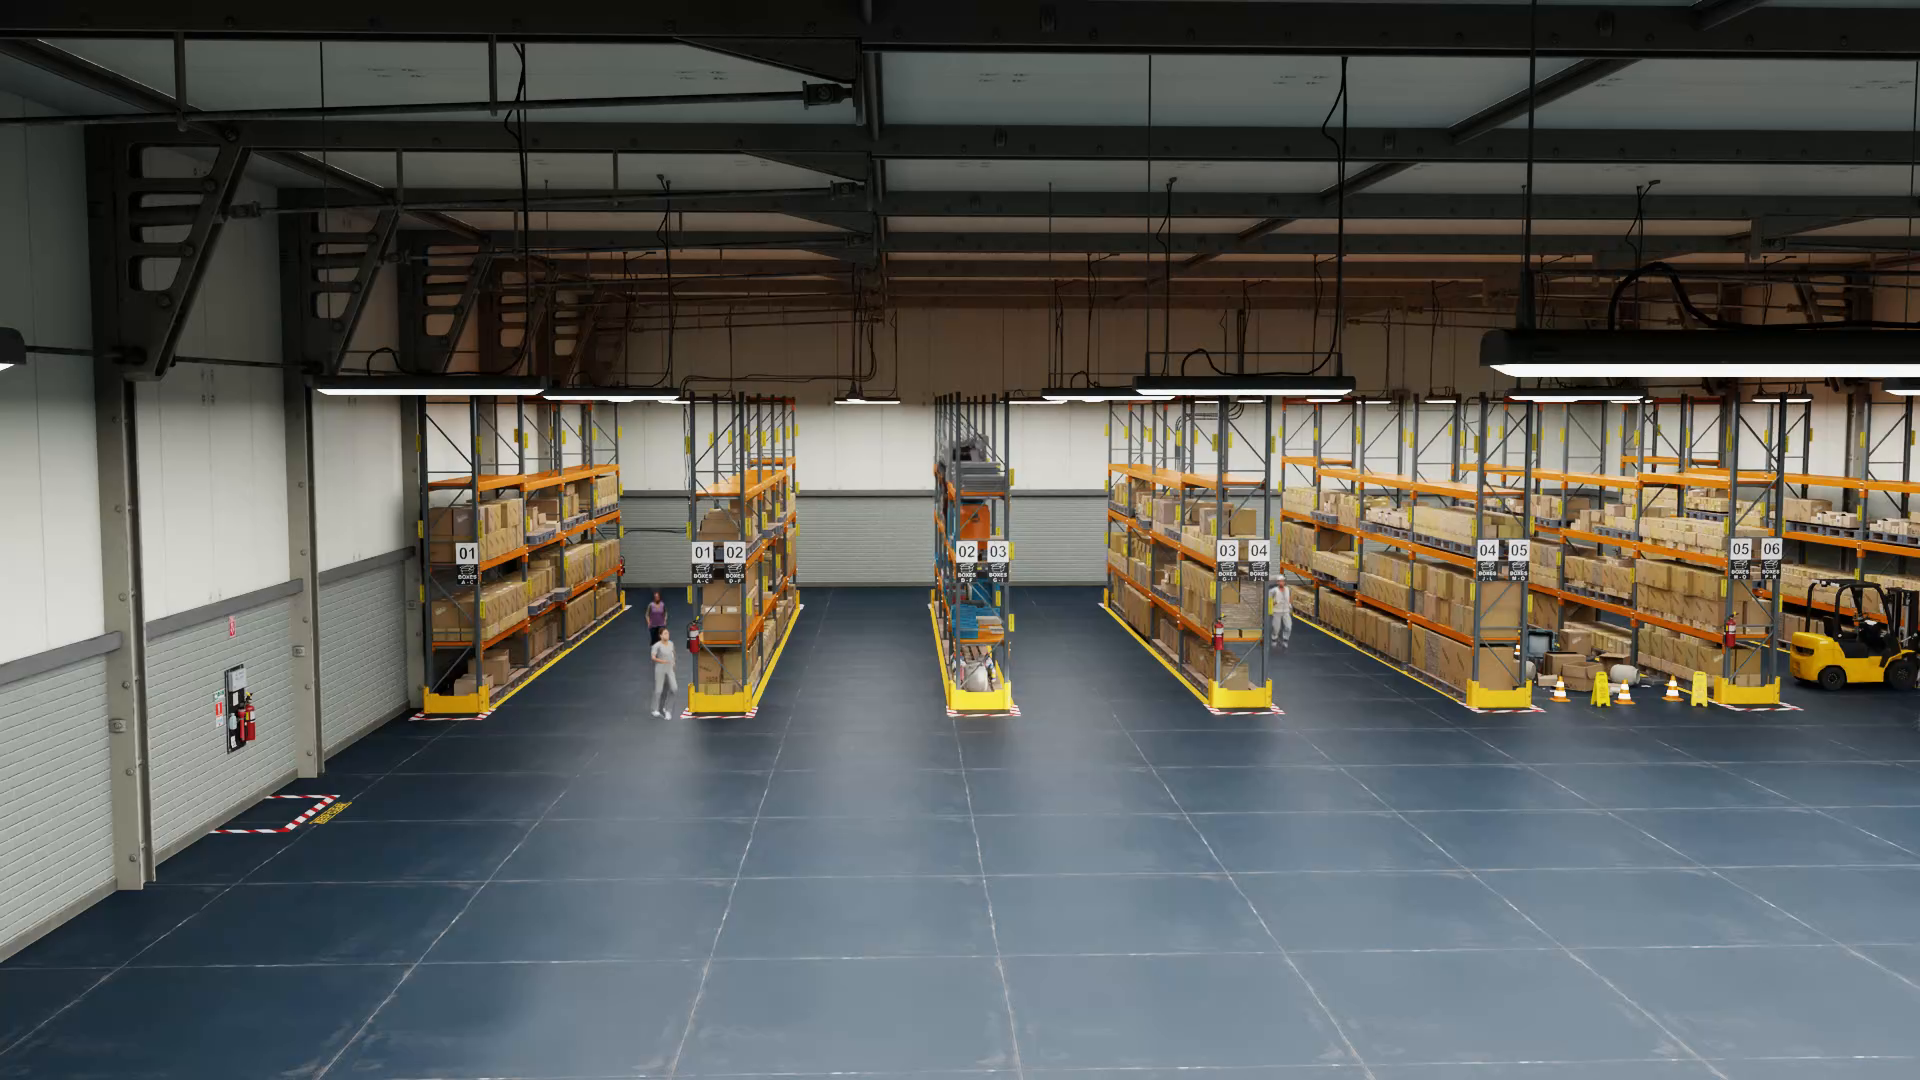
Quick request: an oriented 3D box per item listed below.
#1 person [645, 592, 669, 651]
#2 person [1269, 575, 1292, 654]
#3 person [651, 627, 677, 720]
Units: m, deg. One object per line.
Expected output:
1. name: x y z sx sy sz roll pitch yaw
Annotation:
1. person: -6.859 1.943 37.638 0.522 1.554 0.598 -1 5 -17
2. person: 7.451 1.738 38.628 0.664 1.852 0.760 -1 5 -9
3. person: -5.417 2.452 30.543 0.580 1.712 0.681 -3 6 -37
